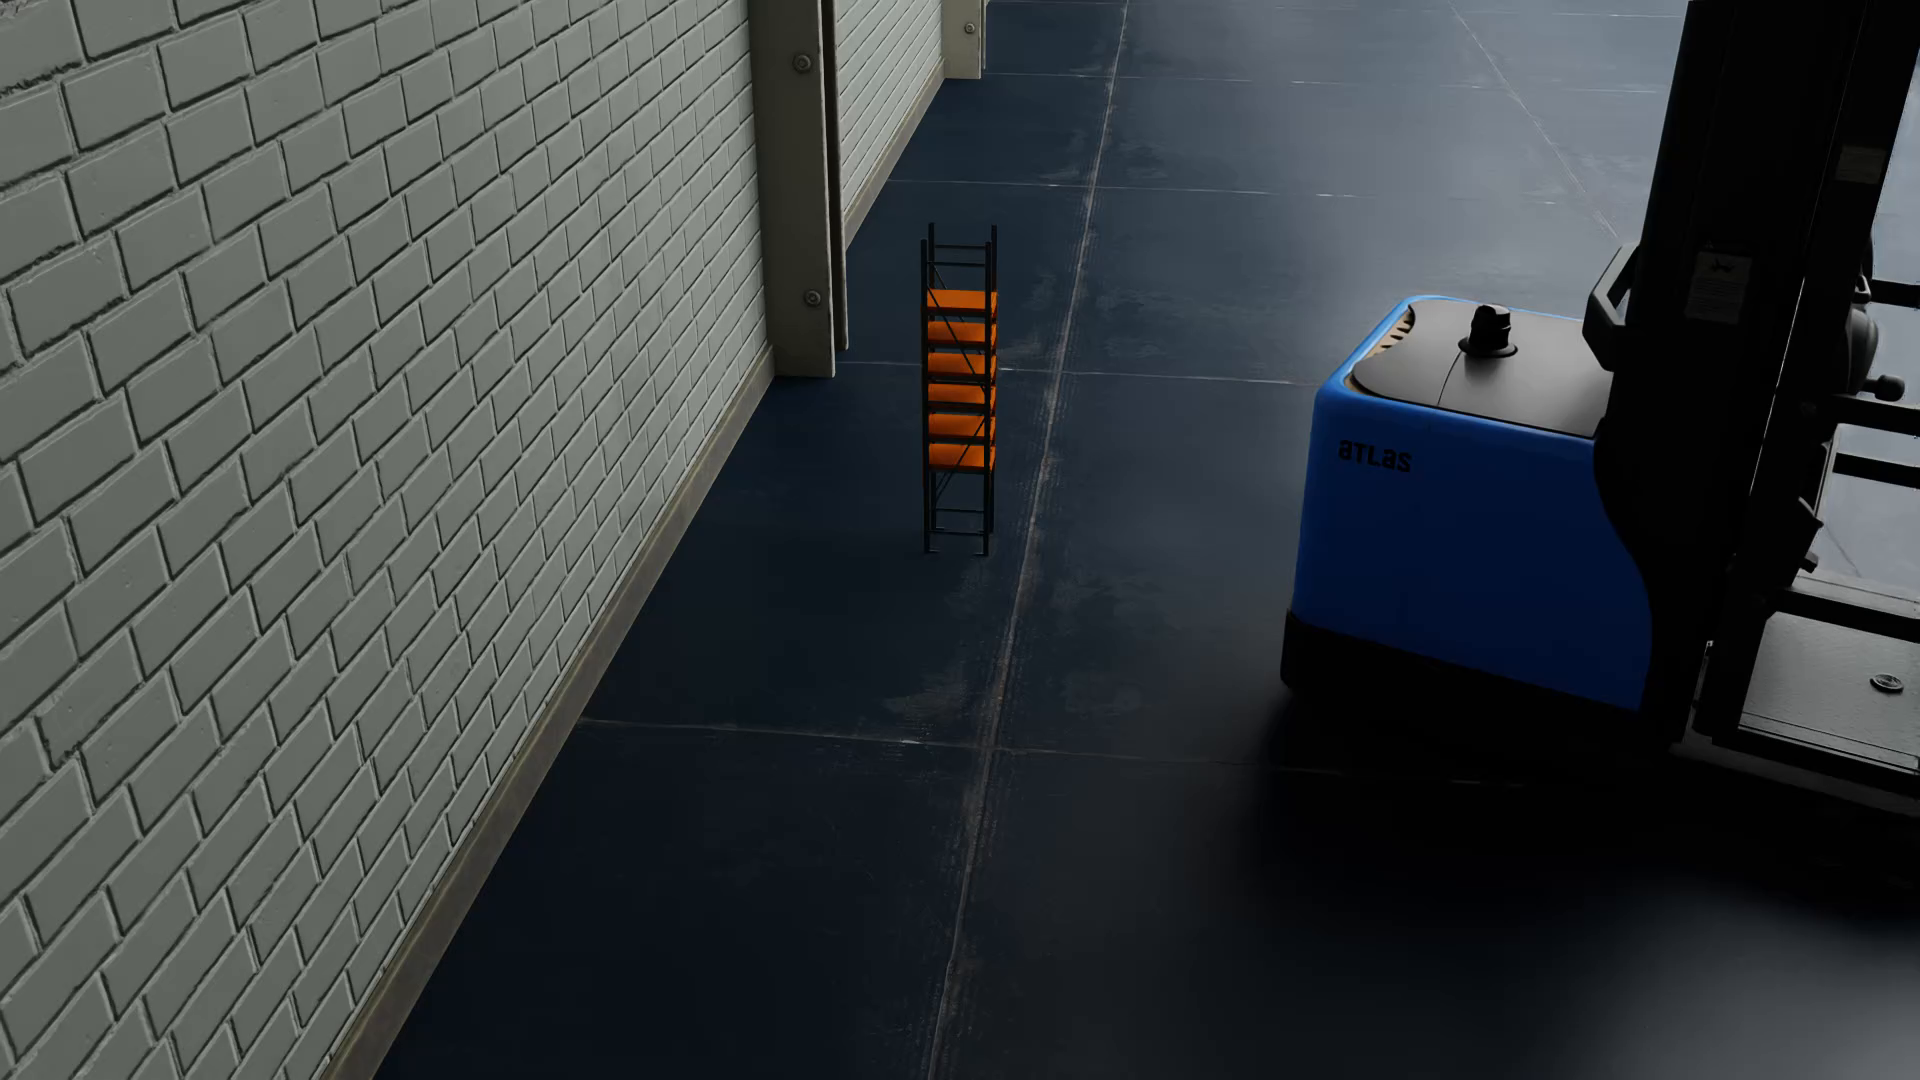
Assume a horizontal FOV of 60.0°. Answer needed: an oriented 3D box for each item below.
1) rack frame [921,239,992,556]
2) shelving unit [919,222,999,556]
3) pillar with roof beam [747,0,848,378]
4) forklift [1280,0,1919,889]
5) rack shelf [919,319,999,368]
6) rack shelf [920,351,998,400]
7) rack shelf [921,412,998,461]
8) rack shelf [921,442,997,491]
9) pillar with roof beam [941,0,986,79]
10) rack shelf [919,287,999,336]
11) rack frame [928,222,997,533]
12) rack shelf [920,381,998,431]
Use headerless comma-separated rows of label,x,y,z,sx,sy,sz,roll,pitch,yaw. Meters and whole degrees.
rack frame,-0.013,-0.478,5.873,0.240,1.200,0.006,3,28,6
shelving unit,-0.002,-0.521,5.953,0.258,1.200,0.189,3,28,6
pillar with roof beam,3.561,-4.559,5.225,9.100,9.000,0.400,3,28,6
forklift,2.559,-0.637,4.343,3.031,2.935,1.130,15,32,25
rack shelf,-0.002,-0.694,5.860,0.258,0.103,0.180,3,28,6
rack shelf,-0.002,-0.588,5.917,0.258,0.103,0.180,3,28,6
rack shelf,-0.002,-0.377,6.031,0.258,0.103,0.180,3,28,6
rack shelf,-0.002,-0.271,6.088,0.258,0.103,0.180,3,28,6
pillar with roof beam,4.296,-7.383,10.467,9.100,9.000,0.400,3,28,6
rack shelf,-0.002,-0.799,5.803,0.258,0.103,0.180,3,28,6
rack frame,0.009,-0.564,6.033,0.240,1.200,0.006,3,28,6
rack shelf,-0.002,-0.482,5.974,0.258,0.103,0.180,3,28,6
